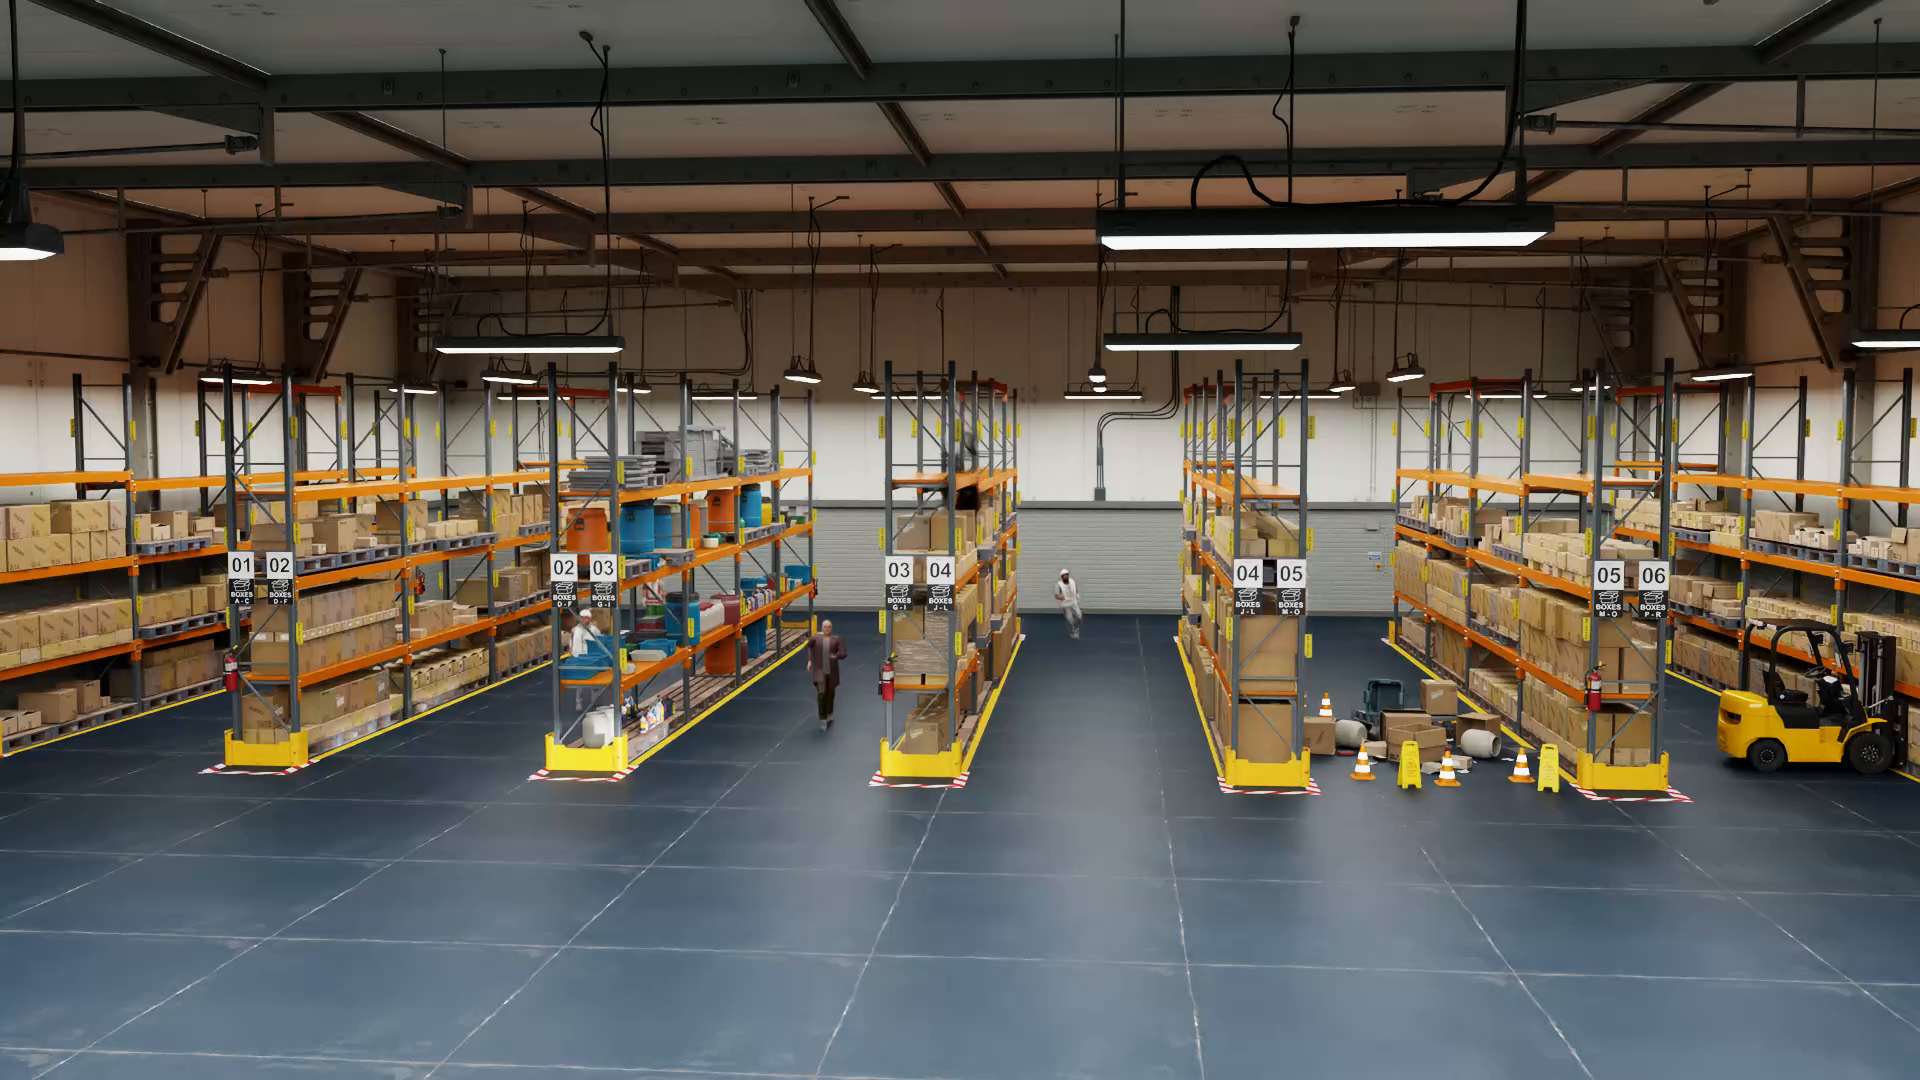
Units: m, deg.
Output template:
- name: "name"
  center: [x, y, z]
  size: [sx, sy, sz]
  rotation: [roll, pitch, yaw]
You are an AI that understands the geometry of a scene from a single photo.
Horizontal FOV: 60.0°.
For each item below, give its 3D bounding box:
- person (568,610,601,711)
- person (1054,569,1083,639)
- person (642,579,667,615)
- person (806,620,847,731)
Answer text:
- name: "person"
  center: [-6.735, 2.129, 29.885]
  size: [0.656, 1.758, 0.969]
  rotation: [0, 4, -3]
- name: "person"
  center: [2.592, 1.534, 39.629]
  size: [0.735, 1.691, 0.560]
  rotation: [-1, 4, -22]
- name: "person"
  center: [-7.212, 1.551, 39.242]
  size: [0.576, 1.807, 0.863]
  rotation: [-1, 4, -9]
- name: "person"
  center: [-2.249, 2.266, 28.085]
  size: [0.666, 1.847, 0.937]
  rotation: [-1, 4, -9]
